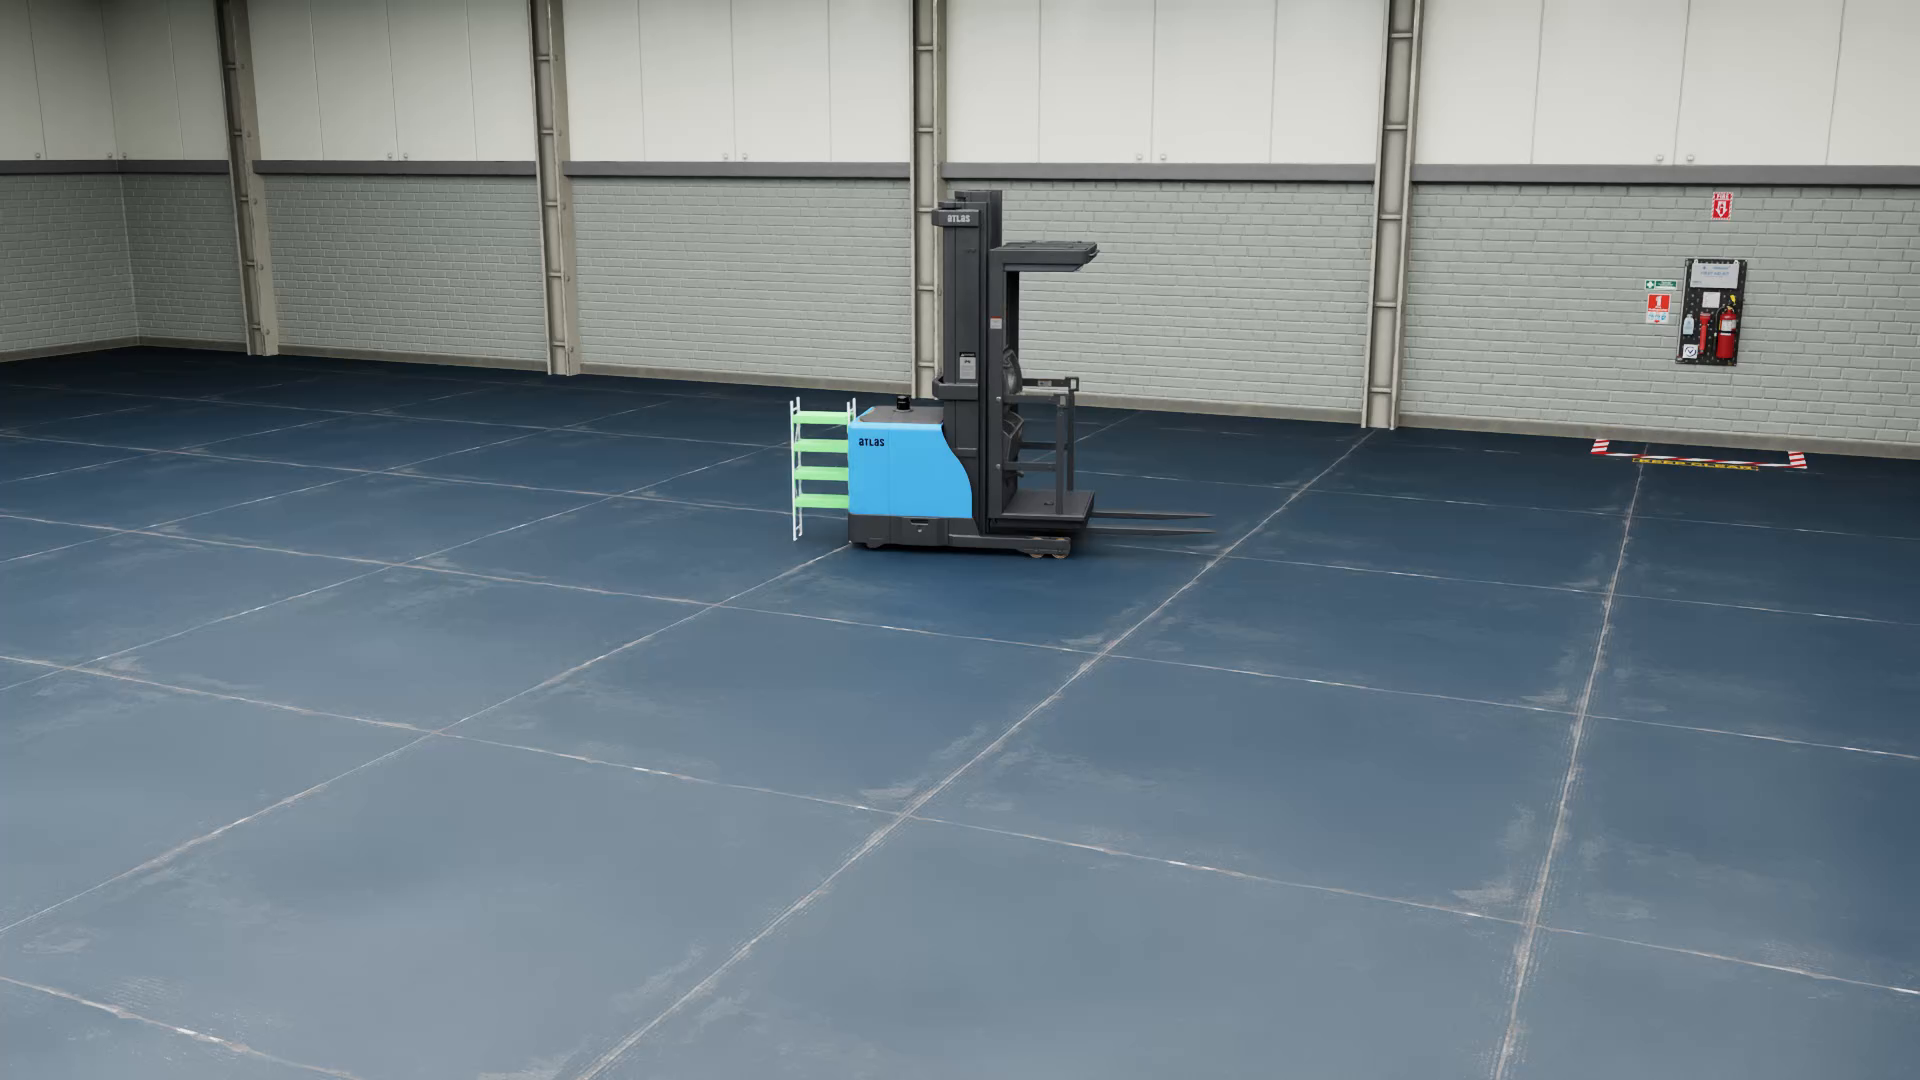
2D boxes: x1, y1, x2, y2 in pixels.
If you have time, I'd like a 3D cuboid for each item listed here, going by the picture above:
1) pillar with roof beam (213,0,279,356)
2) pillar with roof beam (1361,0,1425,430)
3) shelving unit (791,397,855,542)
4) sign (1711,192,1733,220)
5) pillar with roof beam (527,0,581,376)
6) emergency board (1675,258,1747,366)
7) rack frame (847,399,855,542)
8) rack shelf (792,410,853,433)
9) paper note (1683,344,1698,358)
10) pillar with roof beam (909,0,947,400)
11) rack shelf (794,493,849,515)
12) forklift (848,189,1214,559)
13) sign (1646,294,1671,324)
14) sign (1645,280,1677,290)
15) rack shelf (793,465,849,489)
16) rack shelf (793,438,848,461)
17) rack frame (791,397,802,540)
[{"bbox_3d":[-13.128,-6.517,22.330,0.400,9.000,9.100,6,14,23],"label":"pillar with roof beam"},{"bbox_3d":[3.329,-4.851,15.232,0.400,9.000,9.100,6,14,23],"label":"pillar with roof beam"},{"bbox_3d":[-1.157,-0.599,14.179,0.503,1.200,0.258,2,13,9],"label":"shelving unit"},{"bbox_3d":[8.347,-3.662,18.218,0.199,0.298,0.001,6,14,23],"label":"sign"},{"bbox_3d":[-7.643,-5.962,19.964,0.400,9.000,9.100,6,14,23],"label":"pillar with roof beam"},{"bbox_3d":[8.315,-2.511,18.391,0.643,1.169,0.194,6,14,23],"label":"emergency board"},{"bbox_3d":[-0.916,-0.590,14.143,0.015,1.200,0.240,2,13,9],"label":"rack frame"},{"bbox_3d":[-1.157,-1.004,14.084,0.480,0.148,0.258,2,13,9],"label":"rack shelf"},{"bbox_3d":[8.181,-2.113,18.623,0.142,0.148,0.016,6,14,23],"label":"paper note"},{"bbox_3d":[-2.157,-5.407,17.598,0.400,9.000,9.100,6,14,23],"label":"pillar with roof beam"},{"bbox_3d":[-1.157,-0.303,14.249,0.480,0.148,0.258,2,13,9],"label":"rack shelf"},{"bbox_3d":[0.623,-1.405,13.826,3.031,2.935,1.130,2,13,9],"label":"forklift"},{"bbox_3d":[7.851,-2.601,18.697,0.234,0.329,0.001,6,14,23],"label":"sign"},{"bbox_3d":[7.851,-2.857,18.627,0.331,0.109,0.001,6,14,23],"label":"sign"},{"bbox_3d":[-1.157,-0.536,14.194,0.480,0.148,0.258,2,13,9],"label":"rack shelf"},{"bbox_3d":[-1.157,-0.770,14.139,0.480,0.148,0.258,2,13,9],"label":"rack shelf"},{"bbox_3d":[-1.398,-0.607,14.216,0.015,1.200,0.240,2,13,9],"label":"rack frame"}]
